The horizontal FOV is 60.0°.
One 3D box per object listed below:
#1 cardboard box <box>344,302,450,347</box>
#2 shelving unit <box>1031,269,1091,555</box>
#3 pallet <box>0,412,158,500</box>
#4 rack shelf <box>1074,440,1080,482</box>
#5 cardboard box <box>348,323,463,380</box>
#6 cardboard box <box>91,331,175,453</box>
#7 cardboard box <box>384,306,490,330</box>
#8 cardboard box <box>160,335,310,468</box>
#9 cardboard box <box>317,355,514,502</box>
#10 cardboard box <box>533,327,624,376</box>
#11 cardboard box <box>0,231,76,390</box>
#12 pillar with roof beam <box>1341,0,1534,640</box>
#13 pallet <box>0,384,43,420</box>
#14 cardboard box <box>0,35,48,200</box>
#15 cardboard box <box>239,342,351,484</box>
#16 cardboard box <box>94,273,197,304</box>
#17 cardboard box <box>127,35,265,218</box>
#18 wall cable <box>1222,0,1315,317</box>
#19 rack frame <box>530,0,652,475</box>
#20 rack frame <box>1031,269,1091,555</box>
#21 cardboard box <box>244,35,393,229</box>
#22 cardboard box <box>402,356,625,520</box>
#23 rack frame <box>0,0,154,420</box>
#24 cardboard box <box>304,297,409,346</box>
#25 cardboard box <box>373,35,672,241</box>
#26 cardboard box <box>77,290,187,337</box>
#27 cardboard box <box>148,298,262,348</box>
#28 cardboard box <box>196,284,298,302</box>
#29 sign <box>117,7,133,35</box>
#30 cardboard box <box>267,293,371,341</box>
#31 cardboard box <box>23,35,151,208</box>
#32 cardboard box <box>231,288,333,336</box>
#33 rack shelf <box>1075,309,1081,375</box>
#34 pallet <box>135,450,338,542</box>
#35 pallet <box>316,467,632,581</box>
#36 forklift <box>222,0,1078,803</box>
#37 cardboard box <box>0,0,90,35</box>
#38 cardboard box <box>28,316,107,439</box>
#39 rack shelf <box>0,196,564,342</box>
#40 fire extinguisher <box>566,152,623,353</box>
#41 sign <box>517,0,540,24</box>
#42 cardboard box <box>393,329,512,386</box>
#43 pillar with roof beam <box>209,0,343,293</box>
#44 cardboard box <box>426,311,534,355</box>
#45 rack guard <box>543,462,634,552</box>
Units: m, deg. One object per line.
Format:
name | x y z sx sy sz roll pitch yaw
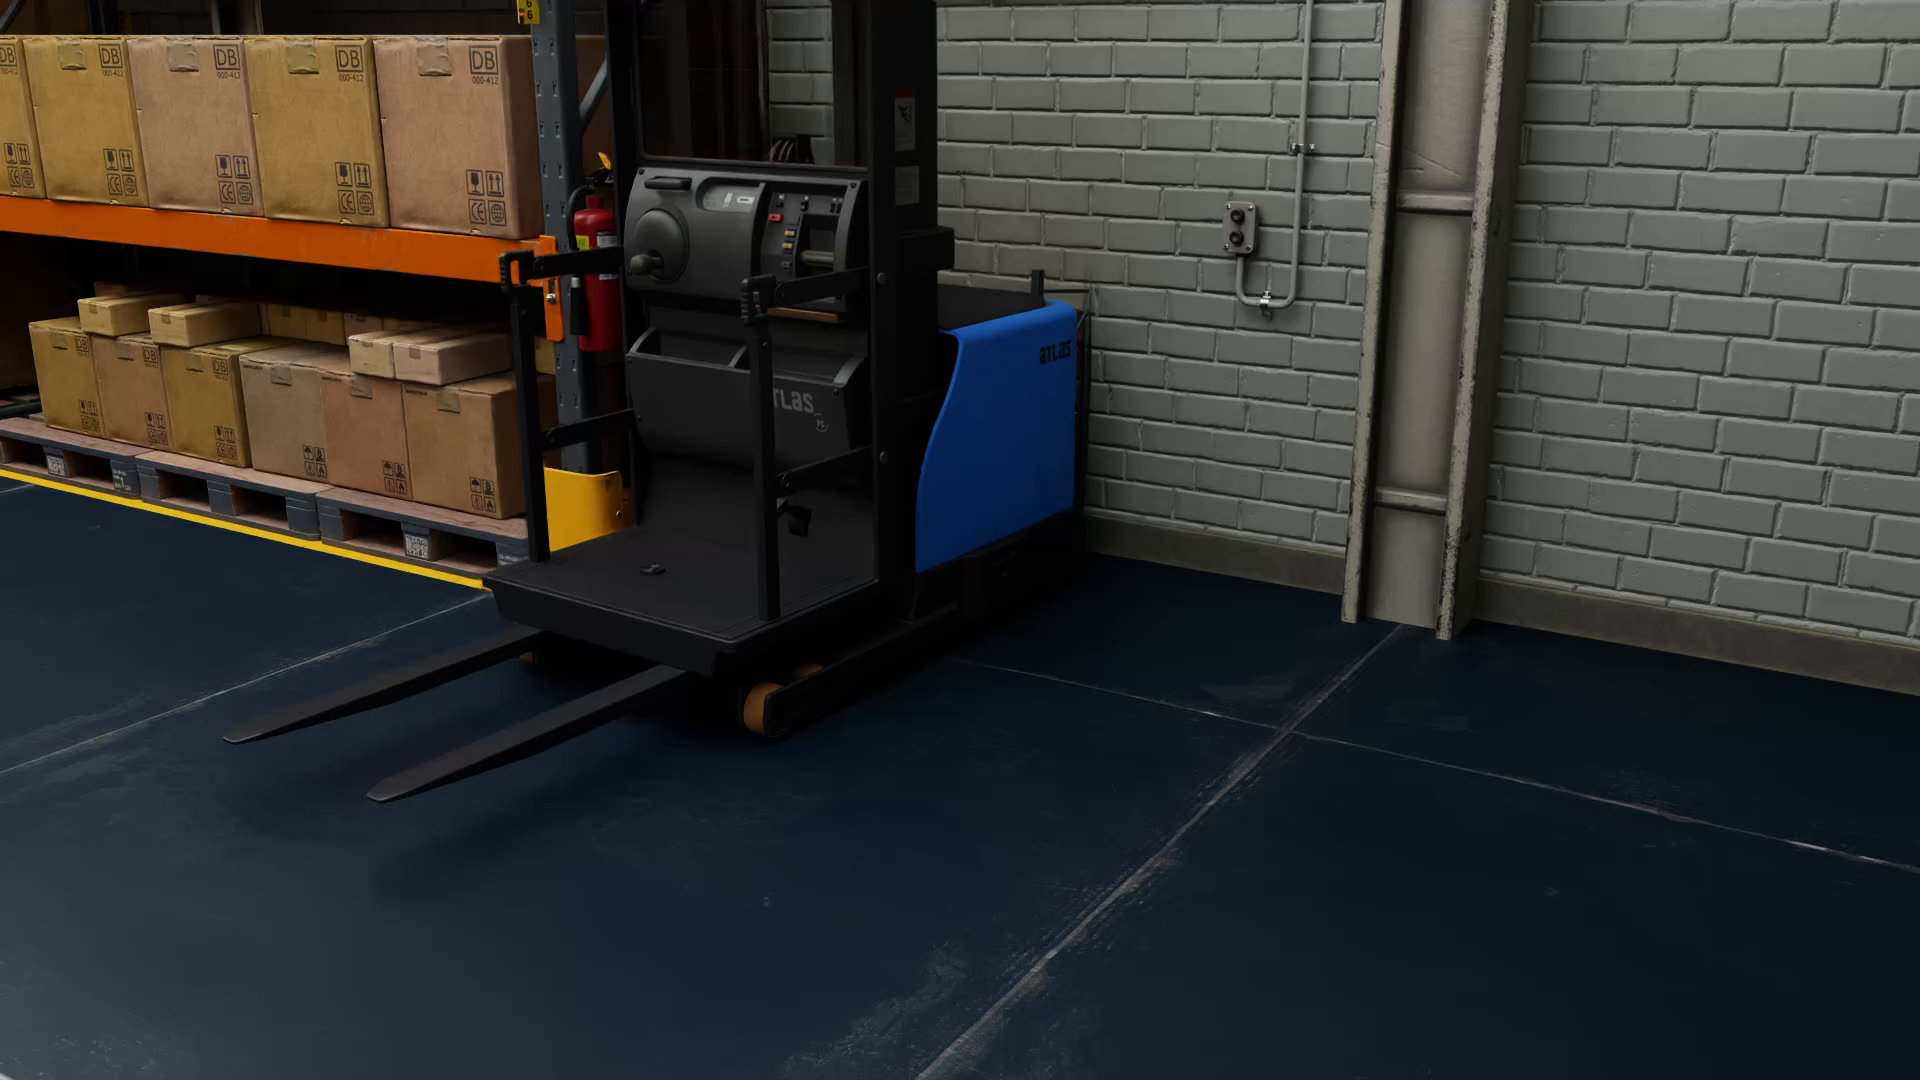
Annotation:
cardboard box | -2.447 -0.933 7.254 0.250 0.149 0.380 10 20 31
shelving unit | -0.065 -0.532 6.637 1.048 1.125 0.538 8 12 29
pallet | -3.948 -0.491 8.135 1.213 0.211 1.003 10 20 30
rack shelf | -0.076 -0.292 6.680 1.000 0.278 0.538 8 12 29
cardboard box | -2.218 -0.762 6.691 0.250 0.149 0.380 11 20 32
cardboard box | -3.545 -0.749 7.764 0.500 0.500 0.700 10 20 30
cardboard box | -2.229 -0.895 7.128 0.250 0.149 0.380 10 20 31
cardboard box | -3.109 -0.670 7.505 0.500 0.500 0.700 11 20 31
cardboard box | -2.222 -0.515 6.993 0.500 0.500 0.700 10 20 30
cardboard box | -1.584 -0.780 6.749 0.250 0.149 0.380 10 20 30
cardboard box | -5.177 -1.200 8.645 0.750 0.750 0.750 10 20 31
pillar with roof beam | -0.646 -2.960 1.143 0.400 9.000 9.100 10 20 30
pallet | -5.252 -0.725 8.905 1.213 0.211 1.003 10 20 30
cardboard box | -4.101 -2.017 7.846 0.700 0.700 0.980 10 20 31
cardboard box | -2.651 -0.591 7.244 0.500 0.500 0.700 9 19 28
cardboard box | -3.991 -1.208 8.159 0.250 0.149 0.380 10 20 30
cardboard box | -2.857 -1.797 7.120 0.700 0.700 0.980 9 19 27
wall cable | 0.439 -1.878 6.154 1.851 1.984 0.084 10 20 30
rack frame | -1.147 -1.352 6.171 0.127 3.000 1.000 10 20 30
rack frame | 0.375 -0.467 6.390 0.032 1.125 0.500 8 12 29
cardboard box | -2.212 -1.679 6.730 0.700 0.700 0.980 10 20 30
cardboard box | -1.795 -0.439 6.743 0.500 0.500 0.700 10 20 30
rack frame | -4.555 -1.960 8.174 0.127 3.000 1.000 10 20 30
cardboard box | -2.666 -0.972 7.382 0.250 0.149 0.380 10 20 31
cardboard box | -1.586 -1.571 6.375 0.700 0.700 0.980 11 20 33
cardboard box | -3.775 -1.039 7.604 0.250 0.149 0.380 11 20 32
cardboard box | -3.330 -0.960 7.343 0.250 0.149 0.380 9 19 28
cardboard box | -3.316 -1.088 7.765 0.250 0.149 0.380 9 19 28
sign | -4.266 -2.550 8.490 0.005 0.325 0.100 10 20 30
cardboard box | -2.881 -1.011 7.509 0.250 0.149 0.380 10 19 29
cardboard box | -3.482 -1.905 7.476 0.700 0.700 0.980 10 19 29
cardboard box | -3.101 -1.050 7.638 0.250 0.149 0.380 10 20 31
rack shelf | -0.052 -0.820 6.585 1.000 0.278 0.538 8 12 29
pallet | -2.904 -0.306 7.525 1.213 0.211 1.003 10 20 30
pallet | -1.869 -0.120 6.913 1.213 0.211 1.003 10 20 30
forklift | -0.812 -0.972 5.037 1.130 2.935 3.031 11 20 33
cardboard box | -4.811 -2.654 8.447 0.500 0.250 0.500 11 20 32
cardboard box | -3.972 -0.826 8.019 0.500 0.500 0.700 10 20 31
rack shelf | -2.851 -1.312 7.277 4.000 0.370 1.077 10 20 30
fire extinguisher | -1.260 -0.999 5.785 0.183 0.674 0.296 10 20 30
sign | -1.442 -1.887 5.533 0.005 0.325 0.100 10 20 30
cardboard box | -2.000 -0.723 6.564 0.250 0.149 0.380 10 19 29
pillar with roof beam | -5.759 -3.873 4.147 0.400 9.000 9.100 10 20 30
cardboard box | -2.016 -0.856 7.002 0.250 0.149 0.380 10 20 30
rack guard | -1.126 -0.152 6.523 0.348 0.500 1.175 10 20 30
